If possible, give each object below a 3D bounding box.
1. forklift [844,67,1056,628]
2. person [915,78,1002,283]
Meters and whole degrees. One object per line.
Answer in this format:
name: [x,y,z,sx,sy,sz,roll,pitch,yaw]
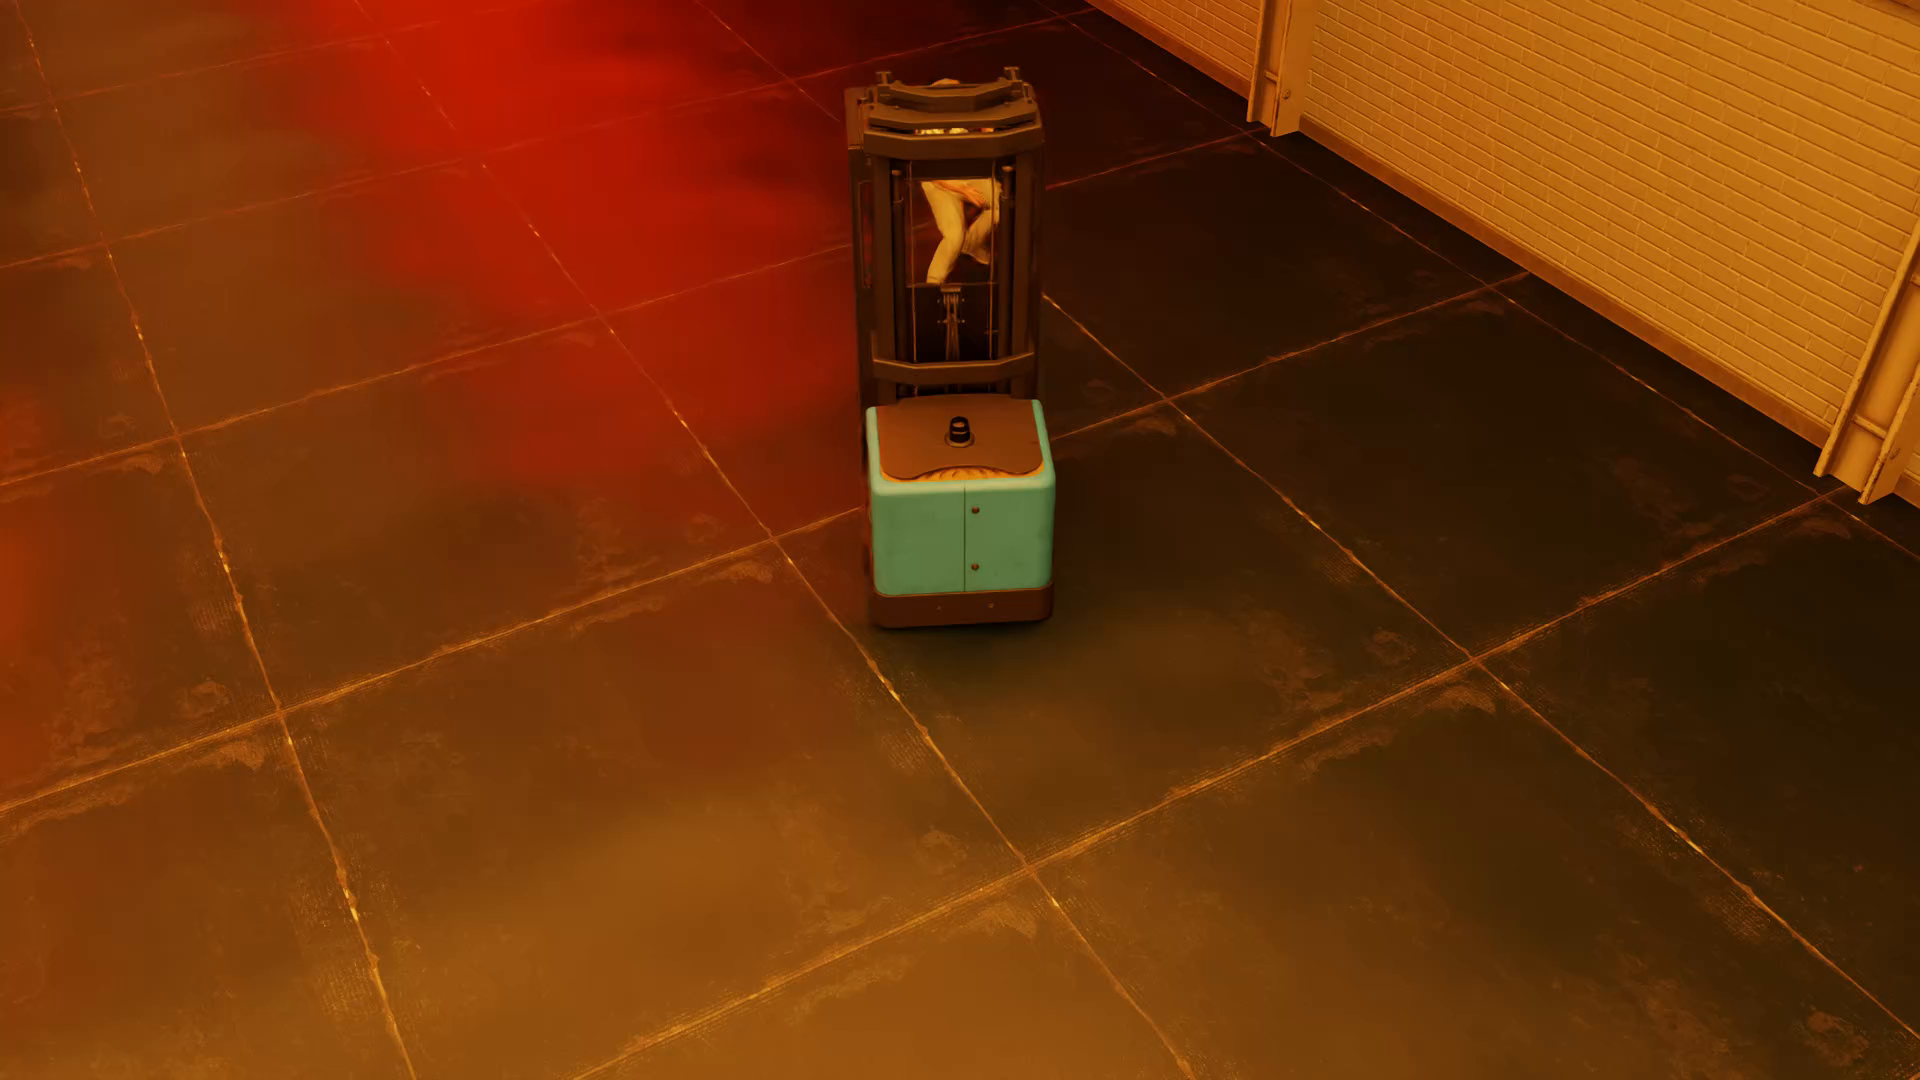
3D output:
forklift: [-0.091,-1.550,9.905,1.130,2.935,3.031,-3,40,-3]
person: [0.051,-2.621,12.262,0.781,1.560,0.894,27,47,29]
